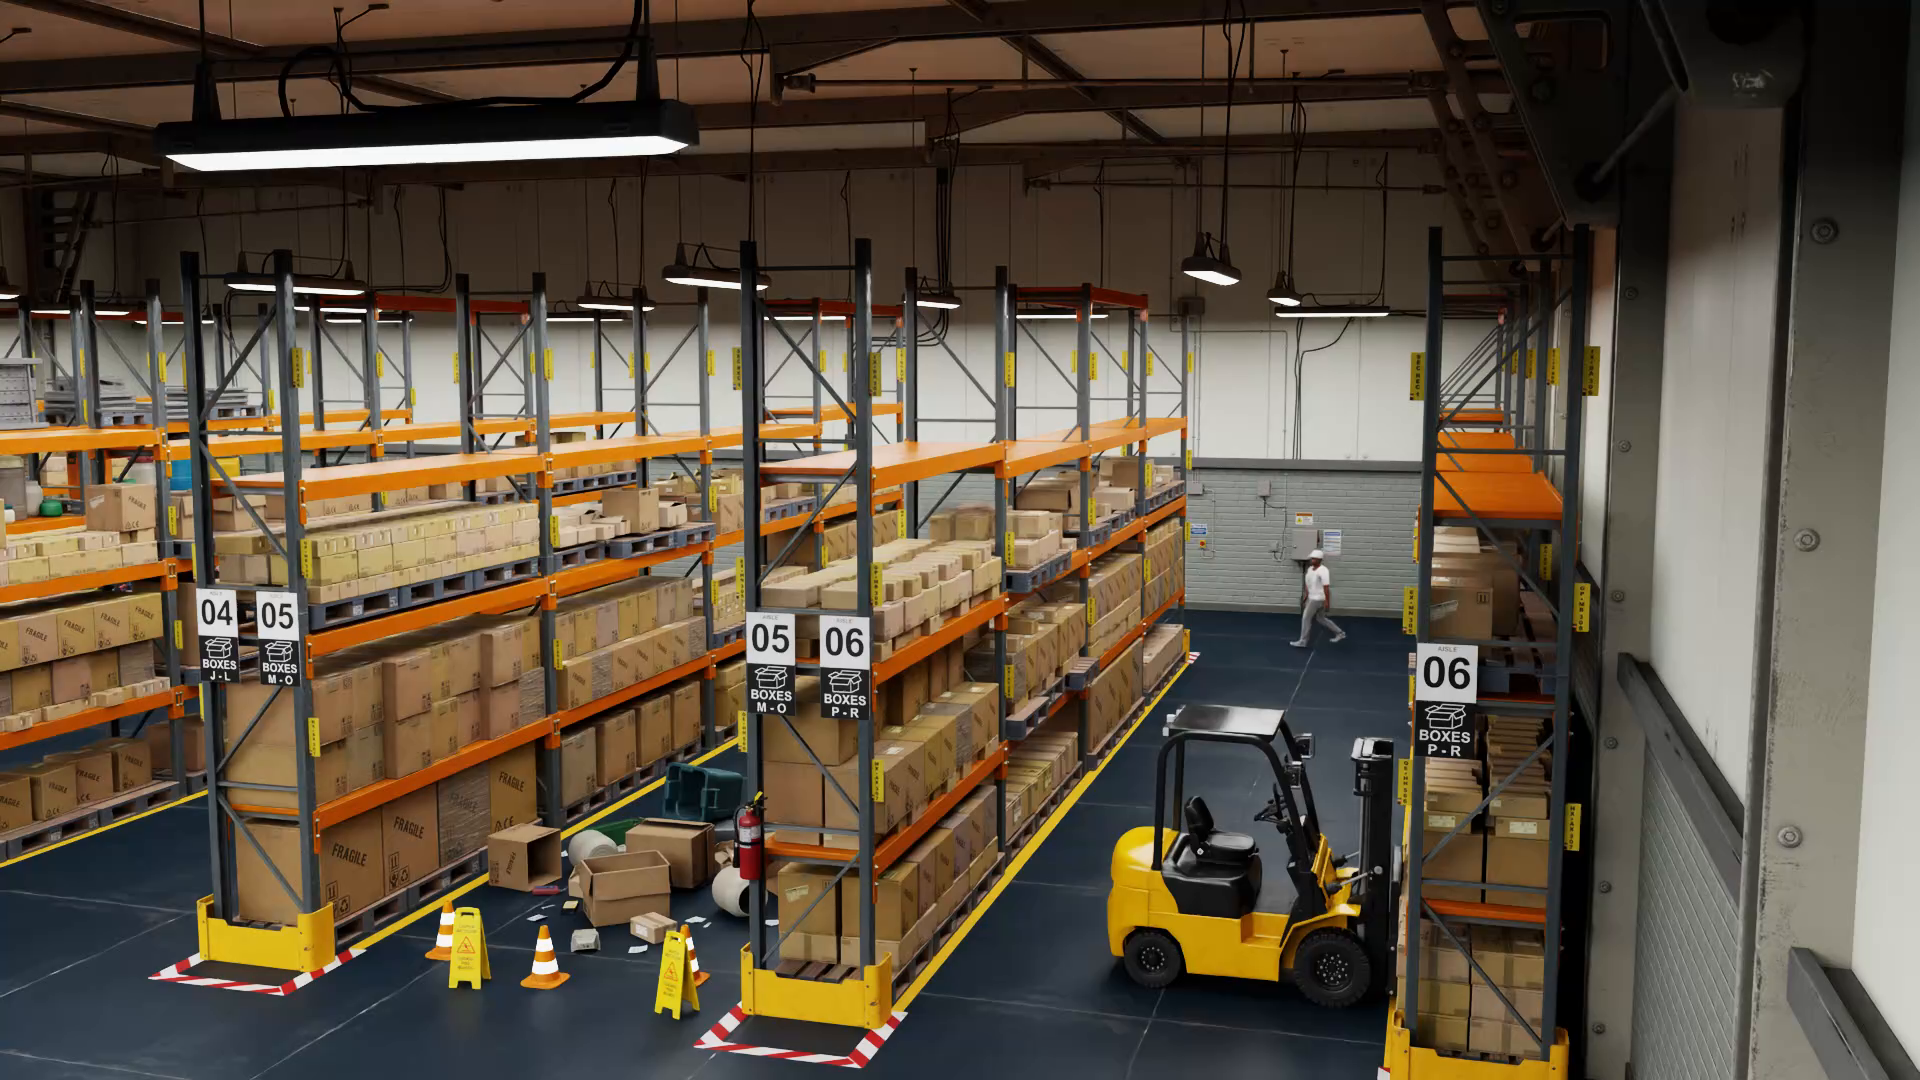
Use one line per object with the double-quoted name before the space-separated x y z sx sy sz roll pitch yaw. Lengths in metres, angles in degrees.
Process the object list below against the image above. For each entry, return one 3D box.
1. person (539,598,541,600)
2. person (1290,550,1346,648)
"person" -6.010 1.615 24.258 0.443 1.642 0.989 1 6 6
"person" 6.318 1.028 29.287 0.996 1.734 0.529 1 6 6
